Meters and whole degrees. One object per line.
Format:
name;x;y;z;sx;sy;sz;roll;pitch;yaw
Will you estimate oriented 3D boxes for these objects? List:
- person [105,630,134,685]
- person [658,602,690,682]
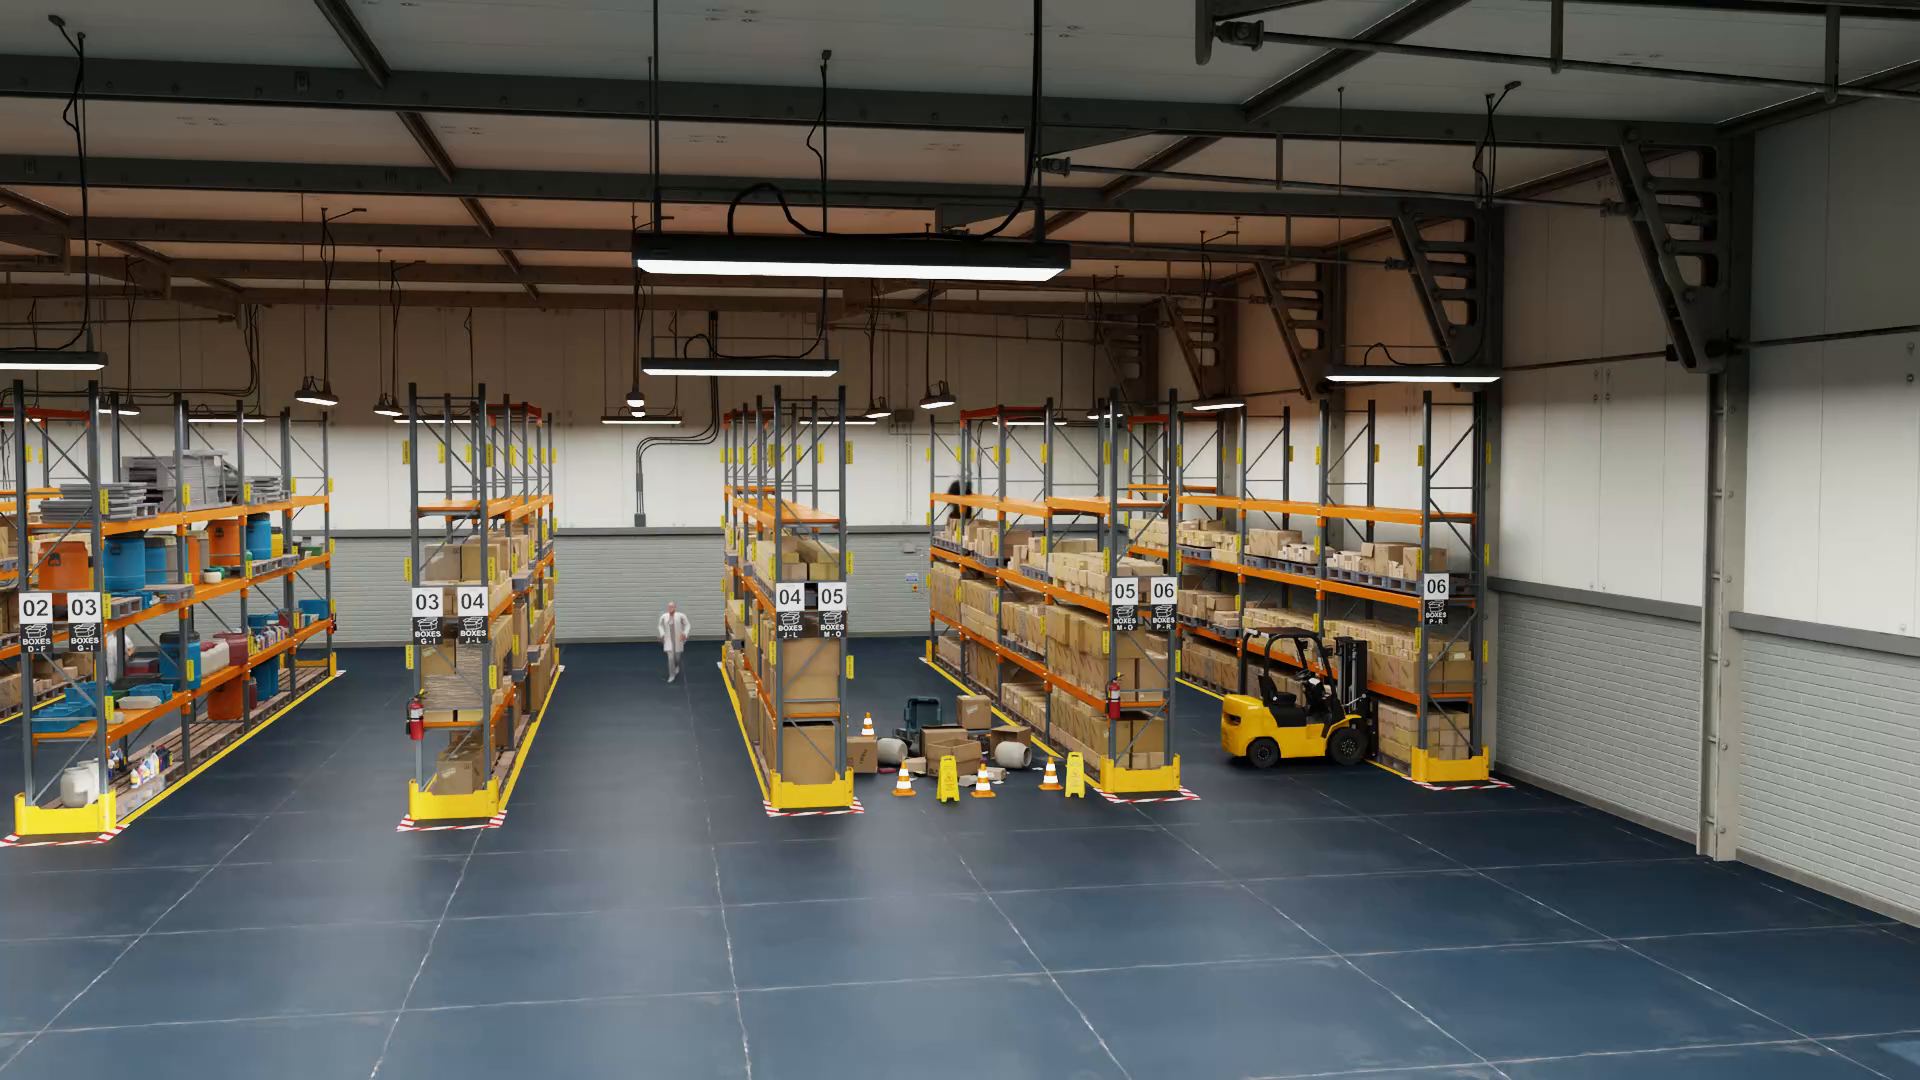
person;-16.957;2.493;33.490;0.618;1.648;0.719;0;3;-9
person;-6.370;2.262;37.089;0.719;1.776;0.730;0;3;-1
